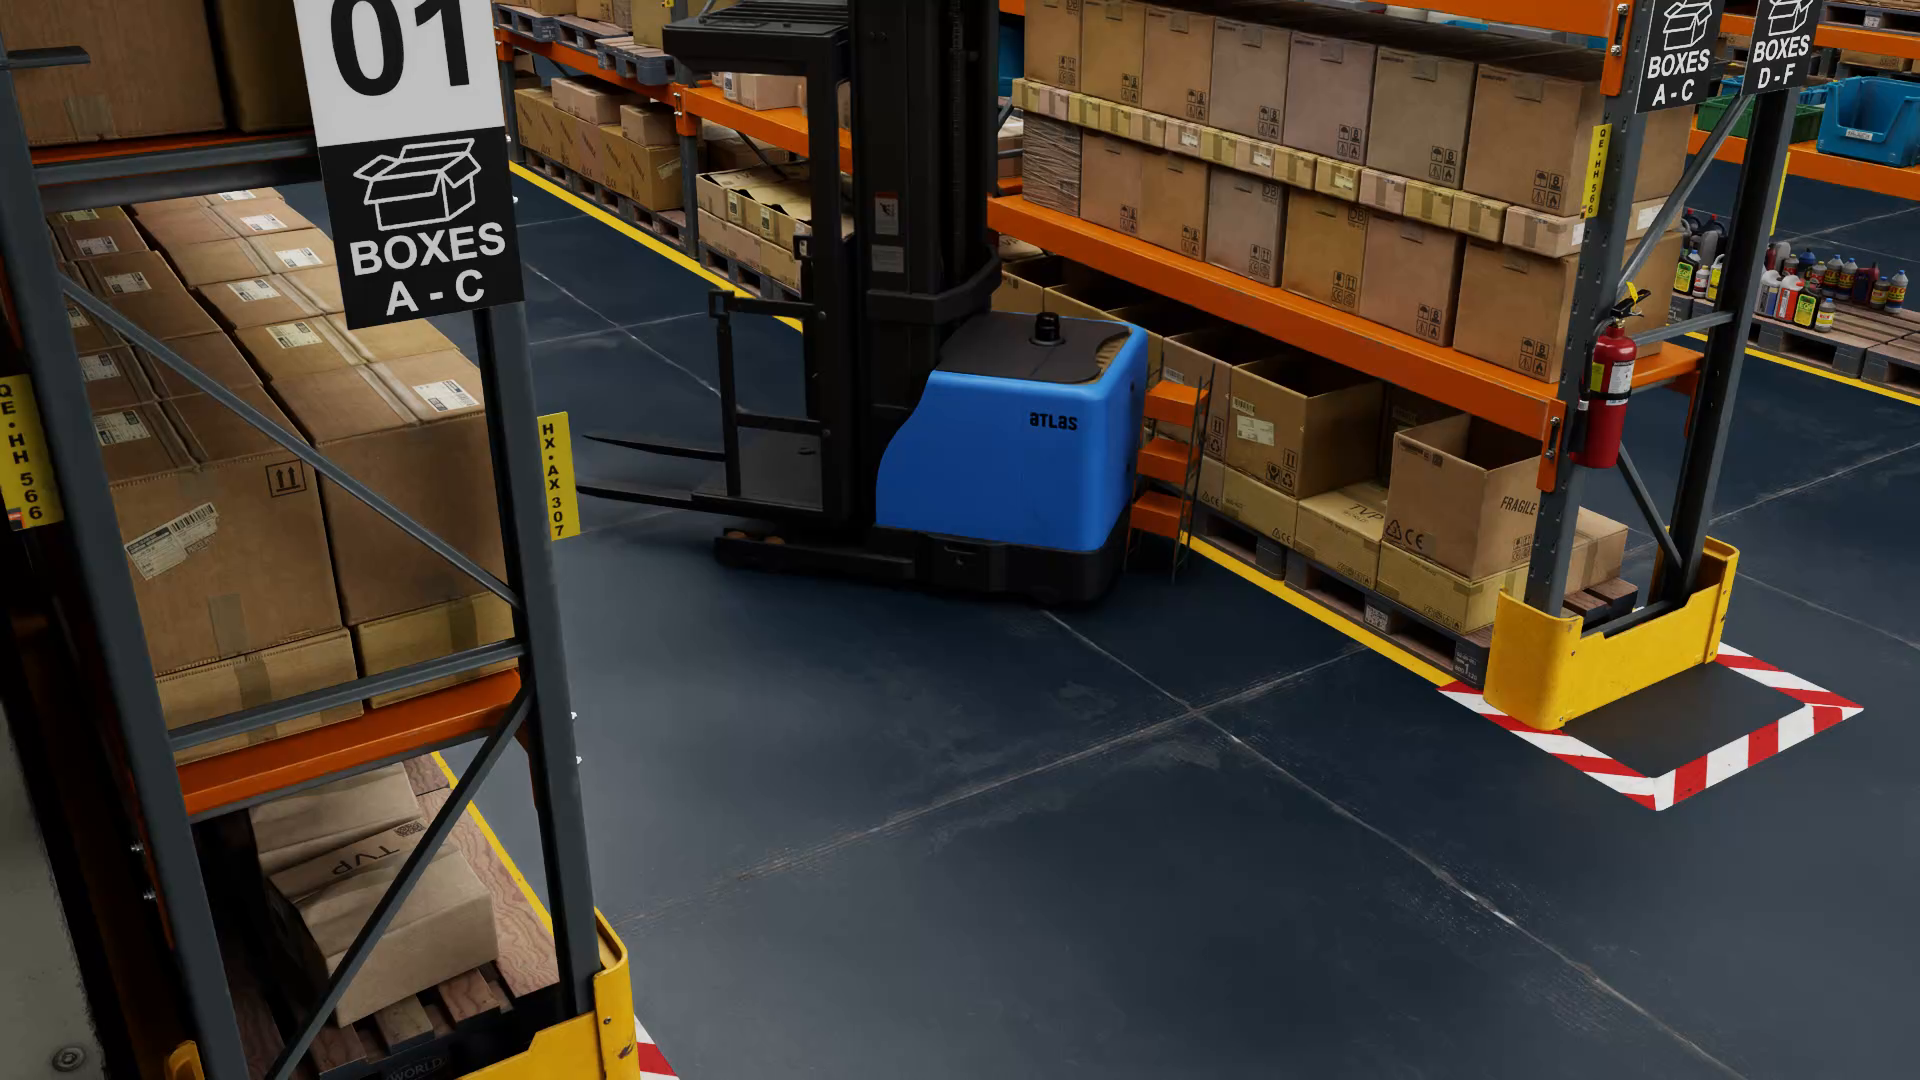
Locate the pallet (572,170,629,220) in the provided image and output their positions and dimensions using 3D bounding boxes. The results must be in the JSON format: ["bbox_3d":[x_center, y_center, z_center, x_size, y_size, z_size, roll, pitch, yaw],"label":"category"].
[{"bbox_3d":[-2.700,-3.101,14.582,1.003,0.211,1.213,-16,29,-30],"label":"pallet"}]

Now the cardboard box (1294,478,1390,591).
[{"bbox_3d":[1.882,-0.034,7.548,0.500,0.250,0.500,-16,29,-30],"label":"cardboard box"}]

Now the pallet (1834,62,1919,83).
[{"bbox_3d":[11.218,-5.517,19.699,1.003,0.211,1.213,-16,29,-30],"label":"pallet"}]

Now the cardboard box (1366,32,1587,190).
[{"bbox_3d":[2.140,-1.796,6.915,0.700,0.500,0.500,-16,30,-31],"label":"cardboard box"}]

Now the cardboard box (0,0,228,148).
[{"bbox_3d":[-1.883,-1.134,3.494,0.500,0.500,0.500,-13,28,-26],"label":"cardboard box"}]

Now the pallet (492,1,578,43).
[{"bbox_3d":[-3.501,-4.683,14.891,1.003,0.211,1.213,-16,29,-30],"label":"pallet"}]

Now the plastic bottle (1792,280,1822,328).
[{"bbox_3d":[5.408,-1.505,10.600,0.061,0.283,0.133,-15,29,-28],"label":"plastic bottle"}]

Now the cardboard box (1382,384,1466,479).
[{"bbox_3d":[2.324,-0.496,7.649,0.500,0.500,0.500,-16,29,-30],"label":"cardboard box"}]

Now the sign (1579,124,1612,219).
[{"bbox_3d":[2.243,-1.298,5.862,0.100,0.325,0.005,-16,29,-30],"label":"sign"}]

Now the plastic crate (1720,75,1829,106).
[{"bbox_3d":[5.505,-2.973,11.218,0.499,0.251,0.616,-16,29,-30],"label":"plastic crate"}]

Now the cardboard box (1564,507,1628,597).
[{"bbox_3d":[2.599,0.021,7.431,0.500,0.250,0.500,-16,29,-30],"label":"cardboard box"}]

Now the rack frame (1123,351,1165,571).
[{"bbox_3d":[0.854,-0.358,7.750,0.008,1.050,0.200,16,29,22],"label":"rack frame"}]

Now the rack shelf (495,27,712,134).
[{"bbox_3d":[-2.754,-4.040,14.148,1.077,0.370,4.000,-16,29,-30],"label":"rack shelf"}]

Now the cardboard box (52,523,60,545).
[{"bbox_3d":[-2.710,-0.238,5.404,0.500,0.250,0.500,-15,29,-29],"label":"cardboard box"}]

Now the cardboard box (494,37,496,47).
[{"bbox_3d":[-5.526,-5.443,18.689,0.500,0.500,0.500,-16,29,-30],"label":"cardboard box"}]

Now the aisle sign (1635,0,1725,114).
[{"bbox_3d":[2.495,-1.872,5.668,0.394,0.787,0.004,-16,29,-30],"label":"aisle sign"}]

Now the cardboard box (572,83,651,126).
[{"bbox_3d":[-2.966,-3.722,14.165,0.500,0.250,0.500,-16,30,-31],"label":"cardboard box"}]

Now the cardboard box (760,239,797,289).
[{"bbox_3d":[-1.058,-1.977,11.663,0.500,0.250,0.500,-16,30,-31],"label":"cardboard box"}]

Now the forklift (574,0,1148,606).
[{"bbox_3d":[-0.666,-1.380,7.751,3.031,2.935,1.130,8,26,16],"label":"forklift"}]

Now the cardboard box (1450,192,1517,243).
[{"bbox_3d":[2.193,-1.313,6.651,0.380,0.149,0.250,-15,29,-28],"label":"cardboard box"}]

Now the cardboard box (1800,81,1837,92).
[{"bbox_3d":[8.262,-3.995,15.622,0.700,0.500,0.500,-16,29,-30],"label":"cardboard box"}]

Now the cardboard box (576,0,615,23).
[{"bbox_3d":[-2.830,-4.698,14.090,0.500,0.500,0.700,21,33,37],"label":"cardboard box"}]

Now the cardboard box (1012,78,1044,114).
[{"bbox_3d":[0.506,-2.417,8.989,0.380,0.149,0.250,-16,29,-30],"label":"cardboard box"}]

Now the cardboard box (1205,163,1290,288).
[{"bbox_3d":[1.613,-1.557,7.928,0.700,0.500,0.500,-15,29,-28],"label":"cardboard box"}]

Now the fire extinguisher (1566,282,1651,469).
[{"bbox_3d":[2.380,-0.603,6.115,0.296,0.674,0.183,-16,29,-30],"label":"fire extinguisher"}]

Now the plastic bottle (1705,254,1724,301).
[{"bbox_3d":[5.102,-1.769,11.080,0.144,0.351,0.185,-16,30,-30],"label":"plastic bottle"}]

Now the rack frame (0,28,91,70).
[{"bbox_3d":[-1.443,-2.346,2.688,1.000,3.000,0.127,-16,29,-30],"label":"rack frame"}]

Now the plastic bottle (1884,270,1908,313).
[{"bbox_3d":[6.129,-1.628,10.876,0.097,0.271,0.097,0,25,0],"label":"plastic bottle"}]

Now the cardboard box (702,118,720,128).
[{"bbox_3d":[-2.231,-3.315,14.181,0.500,0.500,0.500,-16,30,-30],"label":"cardboard box"}]

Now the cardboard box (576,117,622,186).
[{"bbox_3d":[-2.943,-3.370,14.298,0.500,0.500,0.500,-17,30,-31],"label":"cardboard box"}]

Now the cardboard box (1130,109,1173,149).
[{"bbox_3d":[1.064,-2.052,8.216,0.380,0.149,0.250,-17,30,-31],"label":"cardboard box"}]

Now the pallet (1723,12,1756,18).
[{"bbox_3d":[7.755,-5.172,15.928,1.003,0.211,1.213,-16,29,-30],"label":"pallet"}]

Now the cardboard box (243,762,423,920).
[{"bbox_3d":[-2.057,0.912,5.450,0.500,0.311,0.500,-13,28,-25],"label":"cardboard box"}]

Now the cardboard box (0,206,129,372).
[{"bbox_3d":[-3.266,-0.941,6.014,0.500,0.500,0.500,-16,29,-30],"label":"cardboard box"}]

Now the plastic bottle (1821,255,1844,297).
[{"bbox_3d":[5.887,-1.786,11.211,0.097,0.271,0.097,0,25,0],"label":"plastic bottle"}]

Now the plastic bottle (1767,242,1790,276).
[{"bbox_3d":[5.633,-1.933,11.517,0.152,0.276,0.135,-15,29,-29],"label":"plastic bottle"}]

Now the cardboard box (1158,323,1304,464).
[{"bbox_3d":[1.333,-0.730,8.144,0.500,0.500,0.500,-16,29,-30],"label":"cardboard box"}]

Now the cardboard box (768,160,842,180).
[{"bbox_3d":[-1.170,-2.720,12.581,0.500,0.311,0.500,-15,29,-28],"label":"cardboard box"}]

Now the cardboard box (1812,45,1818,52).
[{"bbox_3d":[10.272,-6.311,20.552,0.500,0.500,0.500,-16,29,-30],"label":"cardboard box"}]

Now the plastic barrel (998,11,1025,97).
[{"bbox_3d":[0.589,-5.276,17.889,0.600,0.901,0.708,-16,29,-30],"label":"plastic barrel"}]

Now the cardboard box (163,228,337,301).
[{"bbox_3d":[-2.282,-0.701,5.506,0.500,0.500,0.500,-15,29,-28],"label":"cardboard box"}]

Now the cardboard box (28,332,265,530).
[{"bbox_3d":[-2.145,-0.215,4.475,0.500,0.500,0.500,-15,29,-29],"label":"cardboard box"}]

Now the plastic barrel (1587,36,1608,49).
[{"bbox_3d":[4.716,-3.808,12.226,0.600,0.901,0.708,-16,29,-30],"label":"plastic barrel"}]

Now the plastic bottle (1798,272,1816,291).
[{"bbox_3d":[5.462,-1.589,10.778,0.061,0.283,0.133,-16,29,-30],"label":"plastic bottle"}]

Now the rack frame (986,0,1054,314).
[{"bbox_3d":[0.521,-2.220,9.448,1.000,3.000,0.127,-16,29,-30],"label":"rack frame"}]

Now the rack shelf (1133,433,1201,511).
[{"bbox_3d":[0.963,-0.318,7.709,0.240,0.259,0.215,16,29,22],"label":"rack shelf"}]

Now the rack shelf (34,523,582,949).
[{"bbox_3d":[-2.535,-0.023,5.638,1.077,0.370,4.000,-16,29,-30],"label":"rack shelf"}]

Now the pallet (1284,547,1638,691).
[{"bbox_3d":[2.252,0.208,7.571,1.003,0.211,1.213,-16,29,-30],"label":"pallet"}]

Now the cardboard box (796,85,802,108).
[{"bbox_3d":[-0.919,-3.094,11.594,0.380,0.149,0.250,-13,28,-26],"label":"cardboard box"}]

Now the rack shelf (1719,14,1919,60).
[{"bbox_3d":[7.732,-4.917,16.004,1.077,0.370,4.000,-16,29,-30],"label":"rack shelf"}]

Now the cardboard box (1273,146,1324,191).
[{"bbox_3d":[1.629,-1.682,7.433,0.380,0.149,0.250,-15,29,-28],"label":"cardboard box"}]

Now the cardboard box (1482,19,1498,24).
[{"bbox_3d":[6.281,-5.438,18.263,1.225,0.875,0.875,-17,30,-32],"label":"cardboard box"}]

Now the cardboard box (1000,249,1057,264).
[{"bbox_3d":[0.504,-1.625,10.262,0.500,0.311,0.500,-15,29,-29],"label":"cardboard box"}]

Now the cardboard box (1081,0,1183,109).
[{"bbox_3d":[1.046,-2.514,8.434,0.700,0.500,0.500,-16,29,-30],"label":"cardboard box"}]

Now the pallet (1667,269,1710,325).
[{"bbox_3d":[5.005,-1.862,11.956,1.003,0.211,1.213,-16,29,-30],"label":"pallet"}]

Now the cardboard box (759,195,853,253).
[{"bbox_3d":[-1.052,-2.226,11.533,0.500,0.311,0.500,-16,30,-31],"label":"cardboard box"}]

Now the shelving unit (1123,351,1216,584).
[{"bbox_3d":[0.963,-0.327,7.704,0.252,1.050,0.215,16,29,22],"label":"shelving unit"}]
